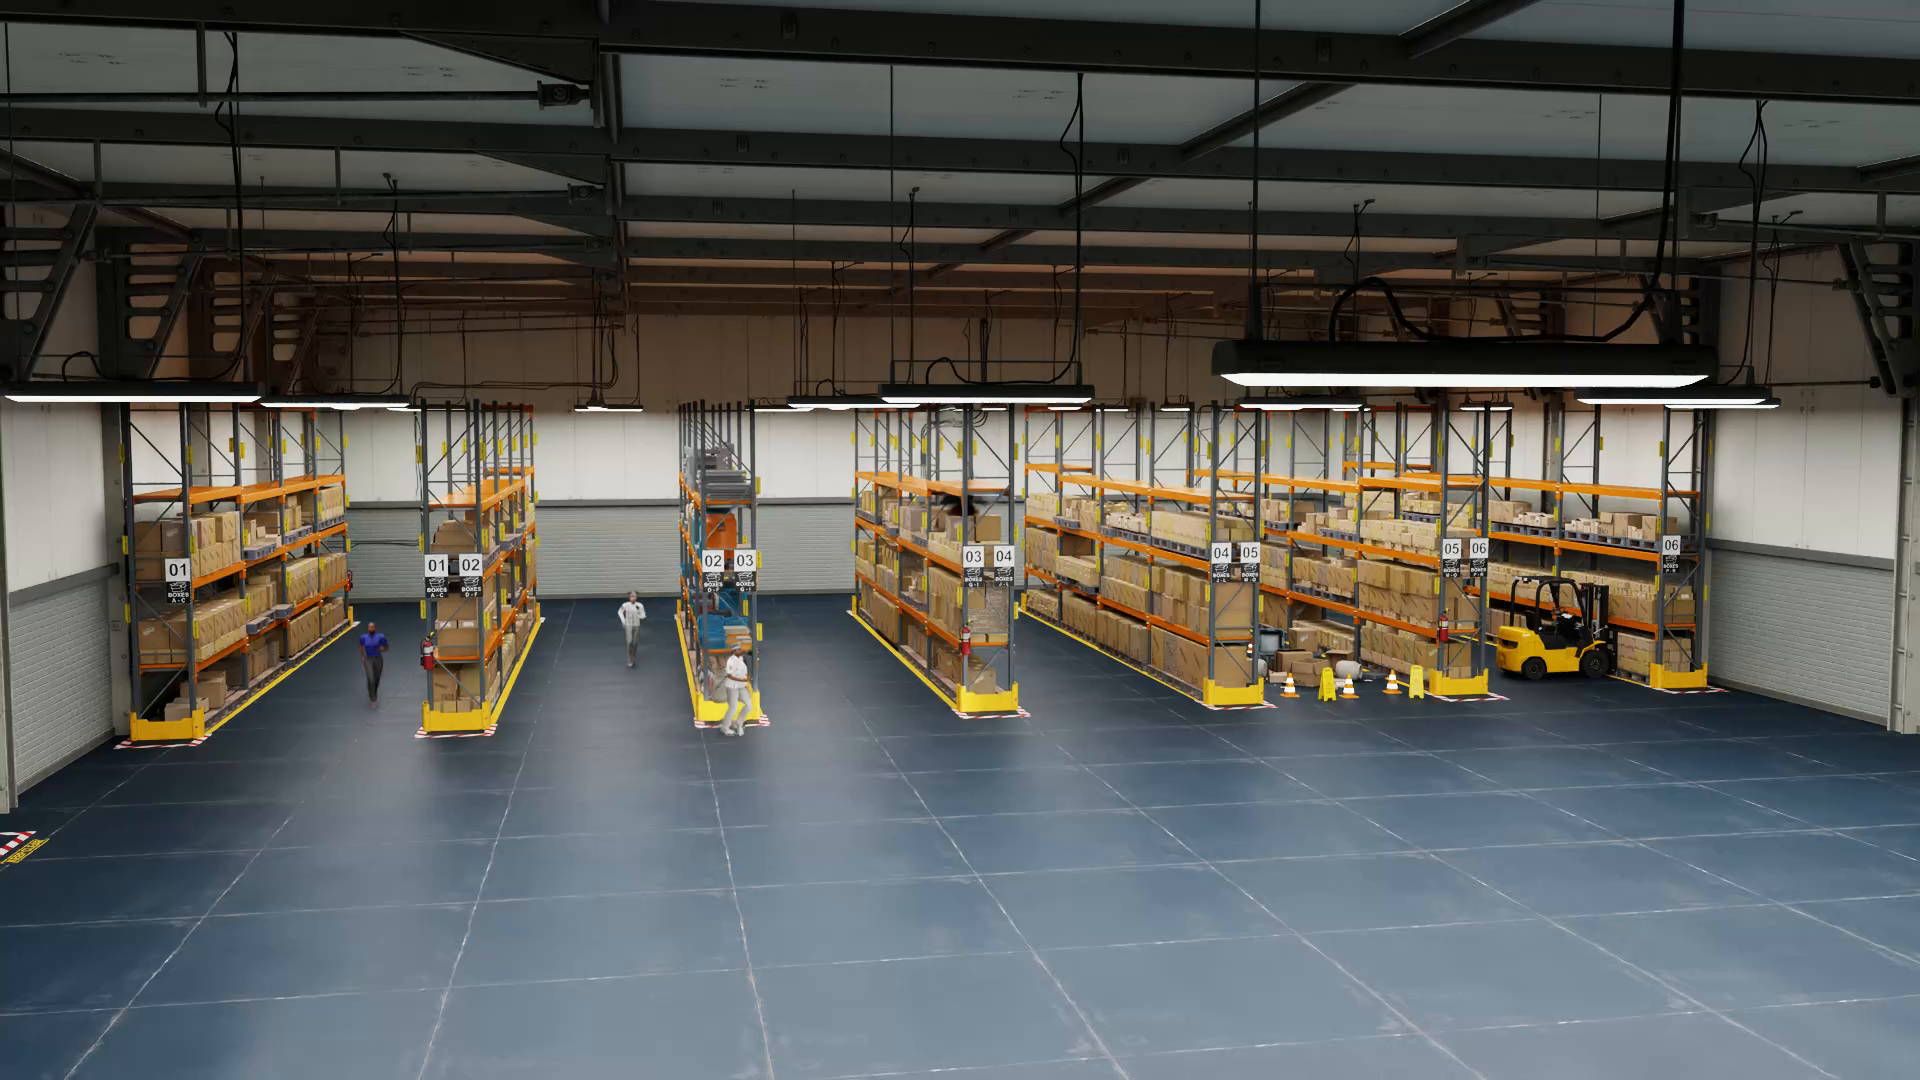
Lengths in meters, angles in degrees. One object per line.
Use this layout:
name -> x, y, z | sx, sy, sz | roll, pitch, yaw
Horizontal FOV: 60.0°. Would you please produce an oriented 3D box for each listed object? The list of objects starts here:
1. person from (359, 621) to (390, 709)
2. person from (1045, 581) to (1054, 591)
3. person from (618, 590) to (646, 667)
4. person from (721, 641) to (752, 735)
person -> -11.506, 2.433, 32.690 | 0.562, 1.687, 0.867 | -2, 5, -23
person -> 2.779, 1.149, 49.810 | 0.489, 1.648, 0.690 | 2, 5, 29
person -> -7.476, 2.019, 38.012 | 0.593, 1.754, 0.739 | -1, 5, -19
person -> -3.954, 2.657, 29.679 | 0.682, 1.722, 0.597 | 2, 5, 30
